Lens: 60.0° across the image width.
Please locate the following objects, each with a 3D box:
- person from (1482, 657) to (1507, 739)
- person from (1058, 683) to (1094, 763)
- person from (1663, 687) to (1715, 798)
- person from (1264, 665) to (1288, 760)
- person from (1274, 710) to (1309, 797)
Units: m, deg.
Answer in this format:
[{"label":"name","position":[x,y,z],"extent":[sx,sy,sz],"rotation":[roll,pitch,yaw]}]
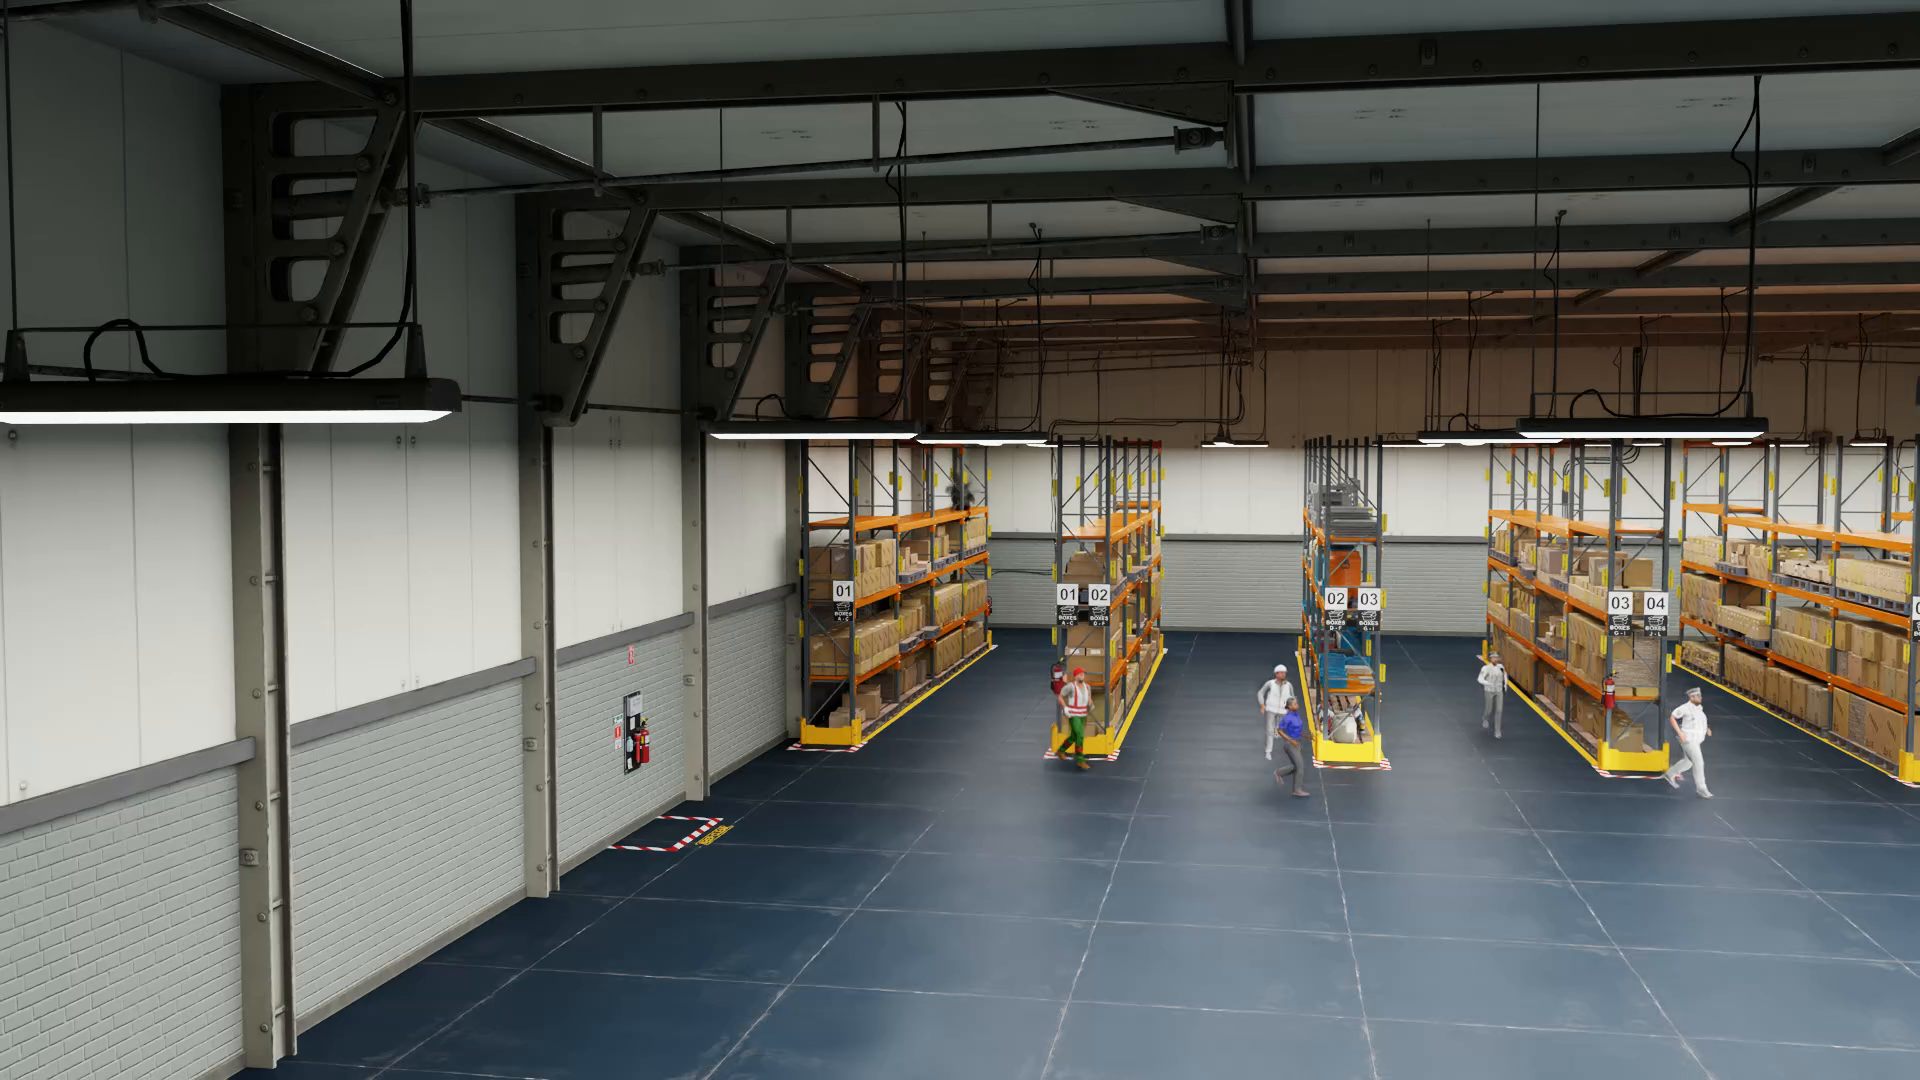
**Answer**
[{"label":"person","position":[10.753,3.090,33.418],"extent":[0.467,1.675,0.904],"rotation":[0,3,2]},{"label":"person","position":[2.080,3.278,30.073],"extent":[0.618,1.421,0.768],"rotation":[-3,4,-43]},{"label":"person","position":[12.175,3.348,27.699],"extent":[0.675,1.820,0.905],"rotation":[-3,4,-43]},{"label":"person","position":[5.872,3.196,31.060],"extent":[0.454,1.735,0.711],"rotation":[0,3,-3]},{"label":"person","position":[5.490,3.525,27.638],"extent":[0.678,1.409,0.563],"rotation":[2,4,35]}]
